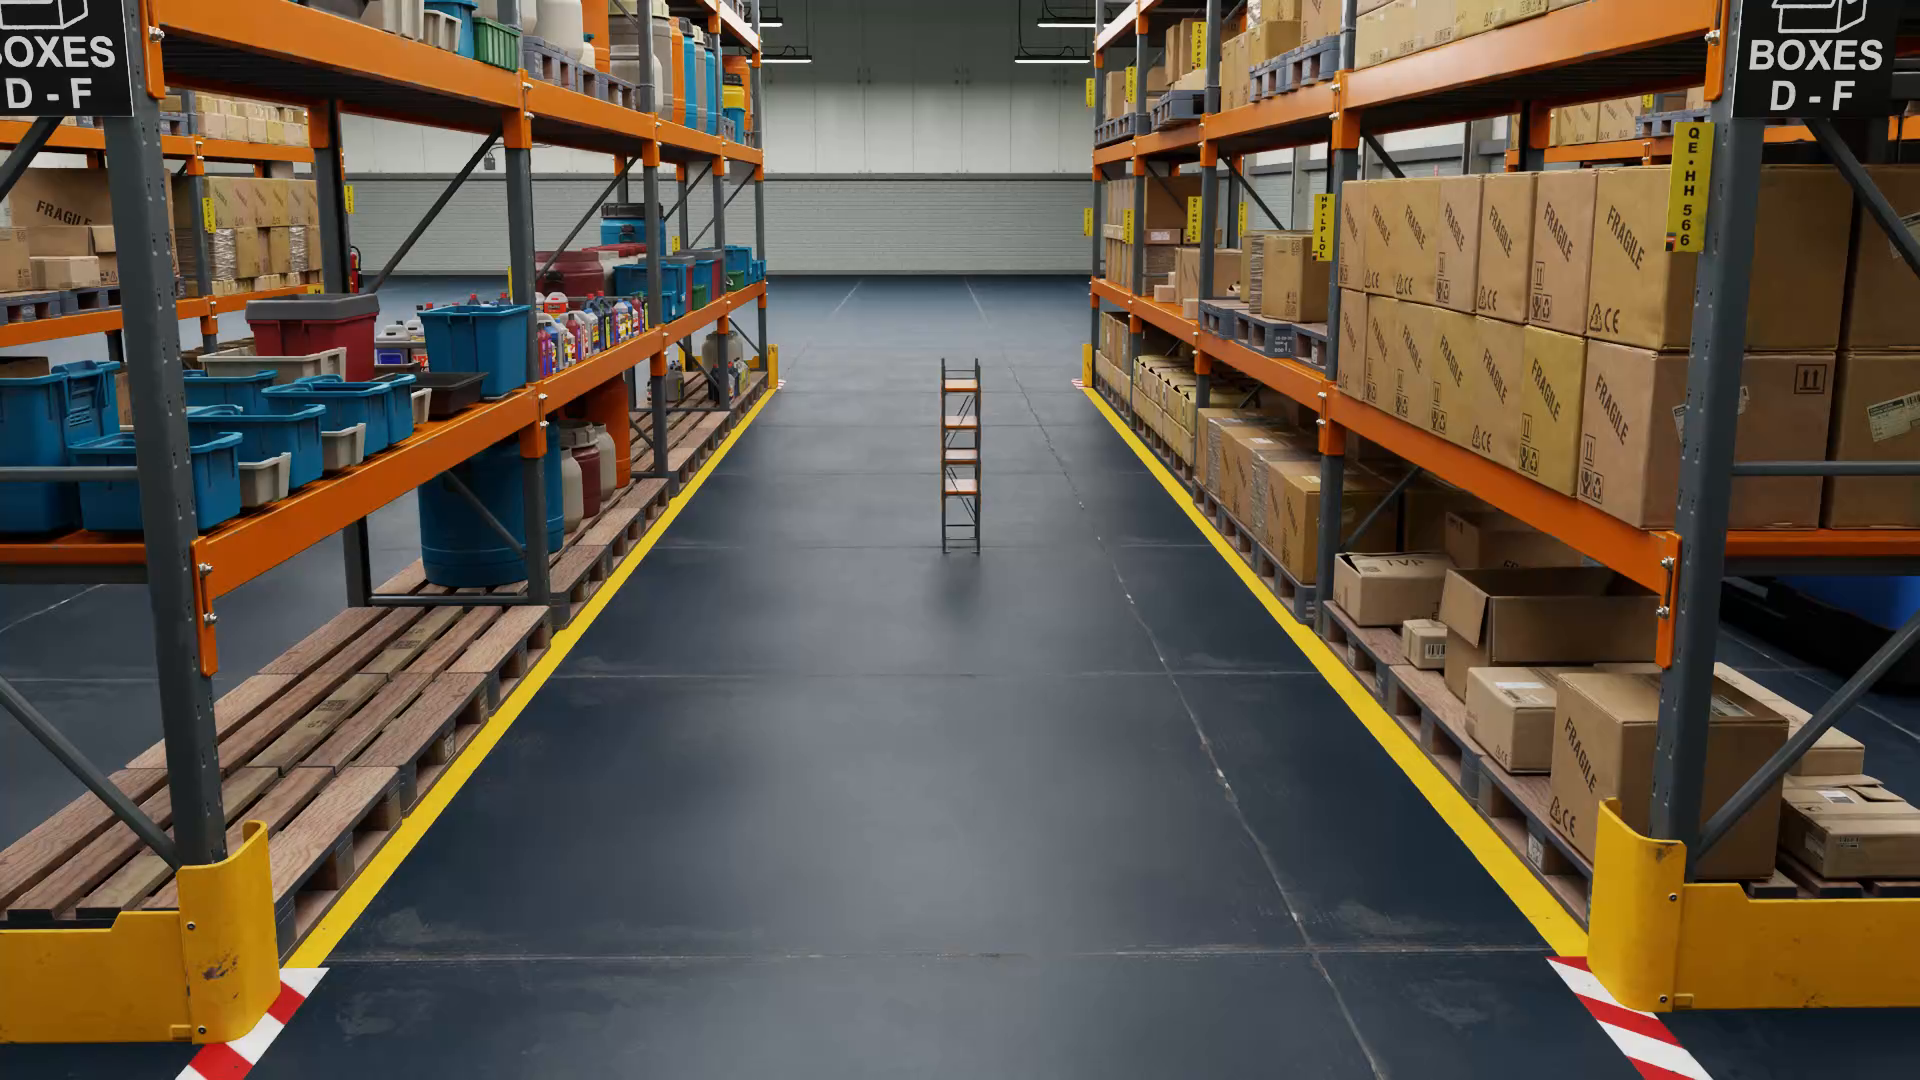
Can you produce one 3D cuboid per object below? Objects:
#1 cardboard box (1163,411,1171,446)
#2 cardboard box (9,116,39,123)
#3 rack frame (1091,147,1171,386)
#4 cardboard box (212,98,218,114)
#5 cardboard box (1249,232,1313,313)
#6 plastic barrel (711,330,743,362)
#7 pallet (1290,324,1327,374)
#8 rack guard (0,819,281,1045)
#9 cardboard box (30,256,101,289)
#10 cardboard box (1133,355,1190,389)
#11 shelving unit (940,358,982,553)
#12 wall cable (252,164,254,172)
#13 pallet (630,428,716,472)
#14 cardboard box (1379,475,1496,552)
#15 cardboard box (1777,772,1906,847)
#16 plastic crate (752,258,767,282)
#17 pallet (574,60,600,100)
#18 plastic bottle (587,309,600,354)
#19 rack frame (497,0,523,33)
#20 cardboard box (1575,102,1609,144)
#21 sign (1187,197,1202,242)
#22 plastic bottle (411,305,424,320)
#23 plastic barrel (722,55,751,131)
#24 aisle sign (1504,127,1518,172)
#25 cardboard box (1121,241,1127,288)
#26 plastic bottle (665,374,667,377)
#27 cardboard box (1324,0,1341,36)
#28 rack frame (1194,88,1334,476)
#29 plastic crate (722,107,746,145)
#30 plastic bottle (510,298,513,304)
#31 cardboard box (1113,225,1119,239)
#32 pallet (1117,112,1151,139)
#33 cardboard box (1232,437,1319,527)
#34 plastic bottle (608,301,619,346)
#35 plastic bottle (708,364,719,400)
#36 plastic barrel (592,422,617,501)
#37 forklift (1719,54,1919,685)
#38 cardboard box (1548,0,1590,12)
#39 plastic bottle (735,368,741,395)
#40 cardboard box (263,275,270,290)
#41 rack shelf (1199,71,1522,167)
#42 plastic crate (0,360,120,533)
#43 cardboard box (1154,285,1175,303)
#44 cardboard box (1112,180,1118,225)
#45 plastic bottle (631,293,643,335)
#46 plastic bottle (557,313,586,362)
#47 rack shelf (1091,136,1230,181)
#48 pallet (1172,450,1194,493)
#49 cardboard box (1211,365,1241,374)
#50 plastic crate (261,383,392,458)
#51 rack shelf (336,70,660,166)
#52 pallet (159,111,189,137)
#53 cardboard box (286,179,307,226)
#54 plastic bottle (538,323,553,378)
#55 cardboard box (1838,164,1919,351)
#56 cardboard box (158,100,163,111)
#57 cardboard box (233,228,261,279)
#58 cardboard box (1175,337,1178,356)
[{"bbox_3d":[1.989,-0.937,13.992,0.500,0.250,0.500,0,11,0],"label":"cardboard box"},{"bbox_3d":[-7.405,-3.326,12.741,0.500,0.250,0.500,0,11,0],"label":"cardboard box"},{"bbox_3d":[2.100,-3.363,20.091,1.000,3.000,0.127,0,11,-1],"label":"rack frame"},{"bbox_3d":[-7.494,-4.238,16.236,0.380,0.149,0.250,-1,11,-4],"label":"cardboard box"},{"bbox_3d":[2.219,-1.720,10.686,0.700,0.500,0.500,2,12,10],"label":"cardboard box"},{"bbox_3d":[-2.763,-2.199,19.557,0.421,0.512,0.421,0,11,0],"label":"plastic barrel"},{"bbox_3d":[2.440,-1.043,9.137,1.003,0.211,1.213,0,11,-1],"label":"pallet"},{"bbox_3d":[-2.509,1.067,4.542,1.175,0.500,0.348,0,11,-1],"label":"rack guard"},{"bbox_3d":[-7.444,-2.199,13.675,0.500,0.250,0.500,-1,11,-3],"label":"cardboard box"},{"bbox_3d":[1.942,-1.618,15.937,0.500,0.311,0.500,0,11,-1],"label":"cardboard box"},{"bbox_3d":[0.003,-0.555,10.778,0.258,1.200,0.503,0,11,-1],"label":"shelving unit"},{"bbox_3d":[-22.921,-11.092,50.909,3.097,2.526,0.112,0,11,-1],"label":"wall cable"},{"bbox_3d":[-2.687,-0.782,14.385,1.003,0.211,1.213,0,11,-1],"label":"pallet"},{"bbox_3d":[2.581,-0.065,9.017,0.500,0.500,0.500,-1,11,-4],"label":"cardboard box"},{"bbox_3d":[2.760,0.856,5.314,0.380,0.166,0.250,0,11,-1],"label":"cardboard box"},{"bbox_3d":[-2.543,-3.172,19.525,0.499,0.251,0.616,0,11,-1],"label":"plastic crate"},{"bbox_3d":[-2.745,-2.716,9.834,1.003,0.211,1.213,0,11,-1],"label":"pallet"},{"bbox_3d":[-2.234,-1.261,10.054,0.097,0.271,0.097,0,11,0],"label":"plastic bottle"},{"bbox_3d":[-2.605,-3.898,7.640,1.000,3.000,0.127,0,11,-1],"label":"rack frame"},{"bbox_3d":[6.830,-4.428,17.493,0.500,0.500,0.500,-1,11,-3],"label":"cardboard box"},{"bbox_3d":[1.710,-2.337,12.123,0.100,0.325,0.005,0,11,-1],"label":"sign"},{"bbox_3d":[-2.951,-1.115,9.135,0.144,0.351,0.185,0,11,-1],"label":"plastic bottle"},{"bbox_3d":[-2.716,-5.134,19.138,0.600,0.830,0.708,0,11,-1],"label":"plastic barrel"},{"bbox_3d":[6.751,-4.671,20.001,0.394,0.787,0.004,0,11,-1],"label":"aisle sign"},{"bbox_3d":[2.131,-3.011,18.106,0.700,0.500,0.500,0,11,1],"label":"cardboard box"},{"bbox_3d":[-3.076,-1.631,17.108,0.144,0.351,0.185,-1,11,-4],"label":"plastic bottle"},{"bbox_3d":[2.374,-2.985,9.123,0.600,0.600,0.600,0,11,-2],"label":"cardboard box"},{"bbox_3d":[2.265,-1.773,12.252,1.000,3.000,0.127,0,11,-1],"label":"rack frame"},{"bbox_3d":[-2.512,-4.428,17.835,0.392,0.384,0.575,0,11,-1],"label":"plastic crate"},{"bbox_3d":[-2.992,-1.513,11.284,0.152,0.276,0.135,0,11,-1],"label":"plastic bottle"},{"bbox_3d":[1.915,-3.446,18.616,0.380,0.149,0.250,-1,11,-3],"label":"cardboard box"},{"bbox_3d":[2.139,-4.164,16.717,1.003,0.211,1.213,0,11,-1],"label":"pallet"},{"bbox_3d":[2.026,-0.364,10.490,0.500,0.500,0.500,-1,11,-3],"label":"cardboard box"},{"bbox_3d":[-2.229,-1.390,10.660,0.061,0.283,0.133,0,11,-1],"label":"plastic bottle"},{"bbox_3d":[-2.516,-1.627,17.091,0.144,0.351,0.185,0,11,-1],"label":"plastic bottle"},{"bbox_3d":[-2.559,-0.531,11.331,0.421,0.512,0.421,0,11,0],"label":"plastic barrel"},{"bbox_3d":[4.653,-1.019,8.709,1.130,2.935,3.031,0,11,-2],"label":"forklift"},{"bbox_3d":[2.157,-1.779,5.118,0.500,0.250,0.500,0,11,-1],"label":"cardboard box"},{"bbox_3d":[-2.338,-1.665,17.448,0.061,0.283,0.133,0,11,1],"label":"plastic bottle"},{"bbox_3d":[-7.476,-2.697,17.441,0.380,0.149,0.250,0,11,-1],"label":"cardboard box"},{"bbox_3d":[2.306,-2.493,10.066,1.077,0.370,4.000,0,11,-1],"label":"rack shelf"},{"bbox_3d":[-2.716,-0.275,4.632,0.616,0.435,0.499,0,11,-1],"label":"plastic crate"},{"bbox_3d":[1.996,-2.268,15.324,0.380,0.149,0.250,0,11,-1],"label":"cardboard box"},{"bbox_3d":[2.114,-3.840,18.927,0.700,0.500,0.500,-1,11,-3],"label":"cardboard box"},{"bbox_3d":[-2.248,-1.571,11.553,0.061,0.283,0.133,0,11,-1],"label":"plastic bottle"},{"bbox_3d":[-2.253,-1.175,9.617,0.152,0.276,0.135,0,11,-1],"label":"plastic bottle"},{"bbox_3d":[2.141,-4.083,17.905,1.077,0.370,4.000,0,11,-1],"label":"rack shelf"},{"bbox_3d":[2.287,-0.570,13.337,1.003,0.211,1.213,0,11,-1],"label":"pallet"},{"bbox_3d":[2.502,-1.419,14.958,0.500,0.311,0.500,0,11,-1],"label":"cardboard box"},{"bbox_3d":[-2.225,-0.422,5.866,0.416,0.233,0.300,0,11,-1],"label":"plastic crate"},{"bbox_3d":[-2.646,-2.473,9.969,1.077,0.370,4.000,0,11,-1],"label":"rack shelf"},{"bbox_3d":[-7.816,-3.783,15.088,1.213,0.211,1.003,0,11,-1],"label":"pallet"},{"bbox_3d":[-7.522,-3.701,18.241,0.500,0.500,0.500,0,11,-1],"label":"cardboard box"},{"bbox_3d":[-2.189,-1.002,8.747,0.061,0.283,0.133,0,11,-1],"label":"plastic bottle"},{"bbox_3d":[2.685,-0.811,4.744,0.500,0.500,0.500,0,11,1],"label":"cardboard box"},{"bbox_3d":[-7.932,-4.237,16.228,0.380,0.149,0.250,0,11,-1],"label":"cardboard box"},{"bbox_3d":[-7.645,-2.912,16.868,0.875,0.500,0.500,0,11,-1],"label":"cardboard box"},{"bbox_3d":[2.468,-1.986,17.279,0.500,0.500,0.500,0,11,-1],"label":"cardboard box"}]
